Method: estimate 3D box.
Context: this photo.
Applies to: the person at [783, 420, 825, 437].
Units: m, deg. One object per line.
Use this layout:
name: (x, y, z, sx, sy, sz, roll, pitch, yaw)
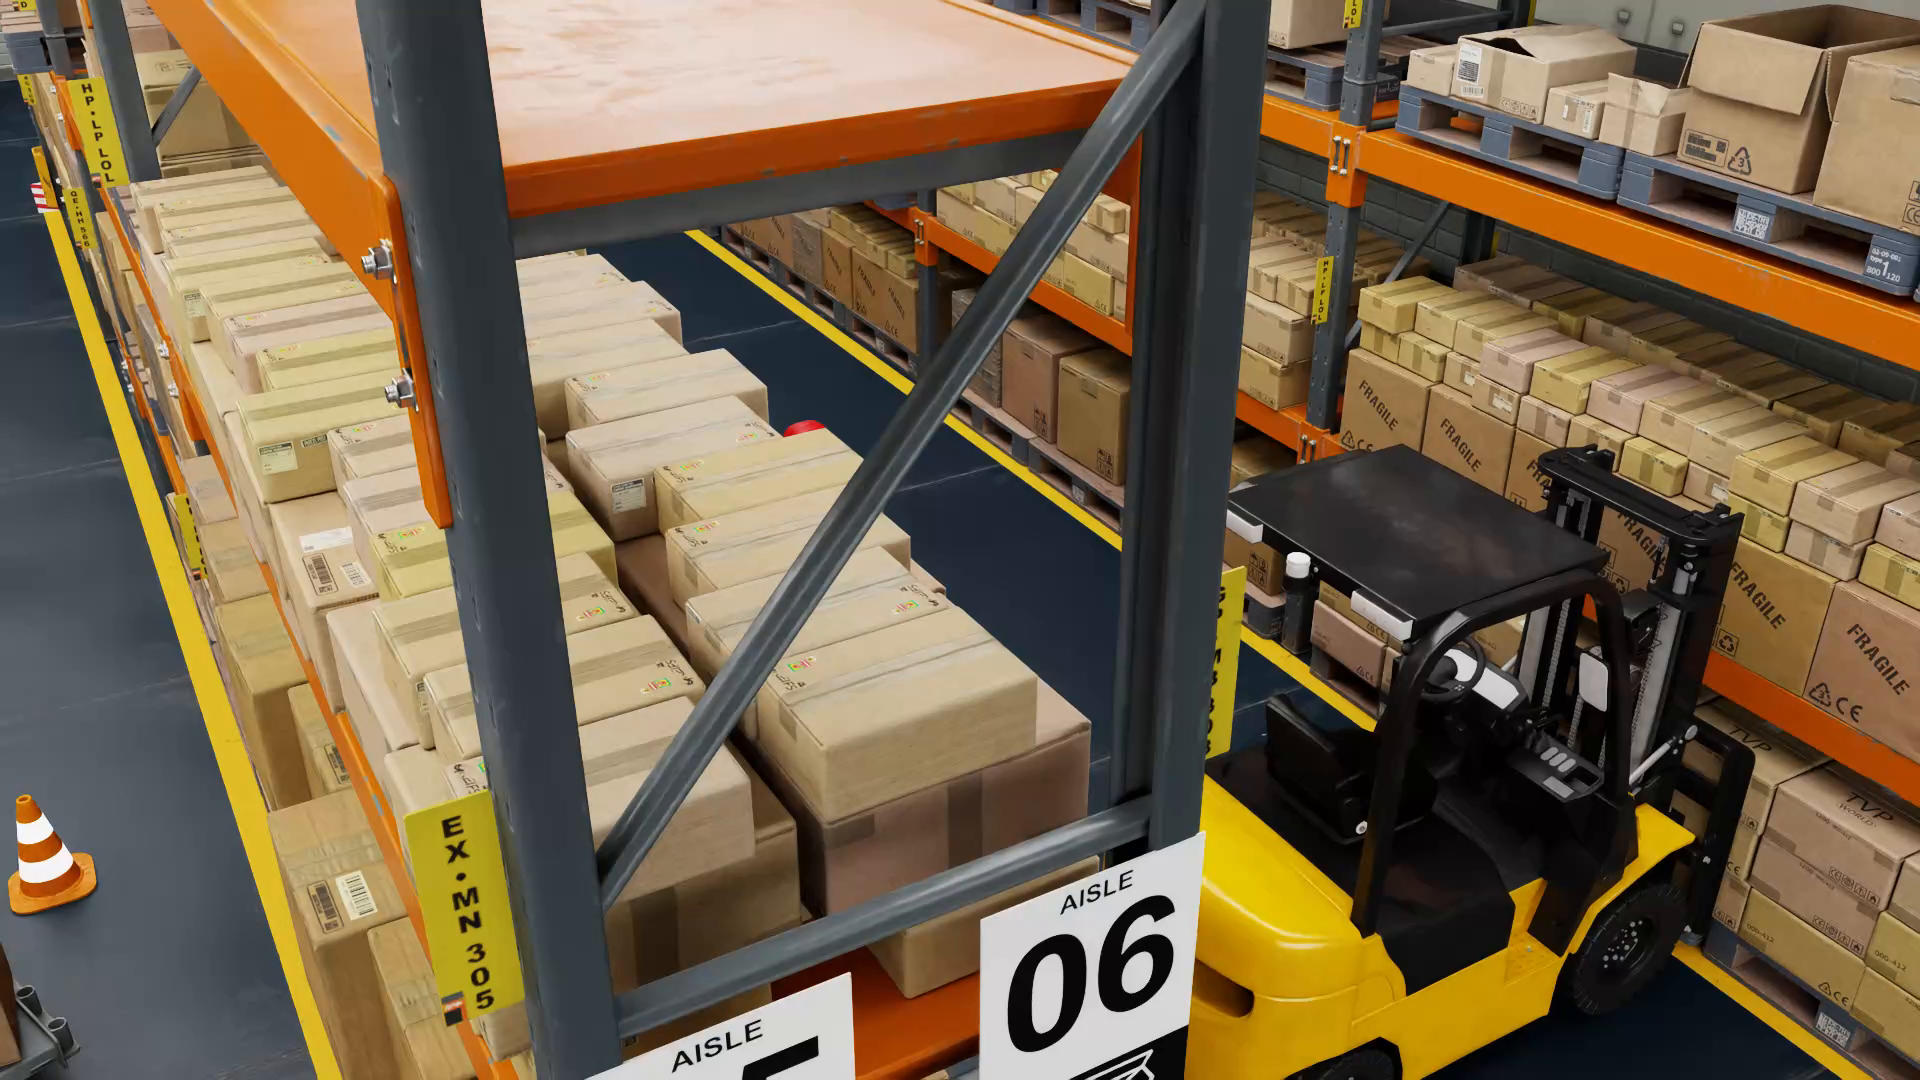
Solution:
person: (-0.640, 0.241, 7.672, 0.453, 1.778, 0.615, -18, 33, -29)
